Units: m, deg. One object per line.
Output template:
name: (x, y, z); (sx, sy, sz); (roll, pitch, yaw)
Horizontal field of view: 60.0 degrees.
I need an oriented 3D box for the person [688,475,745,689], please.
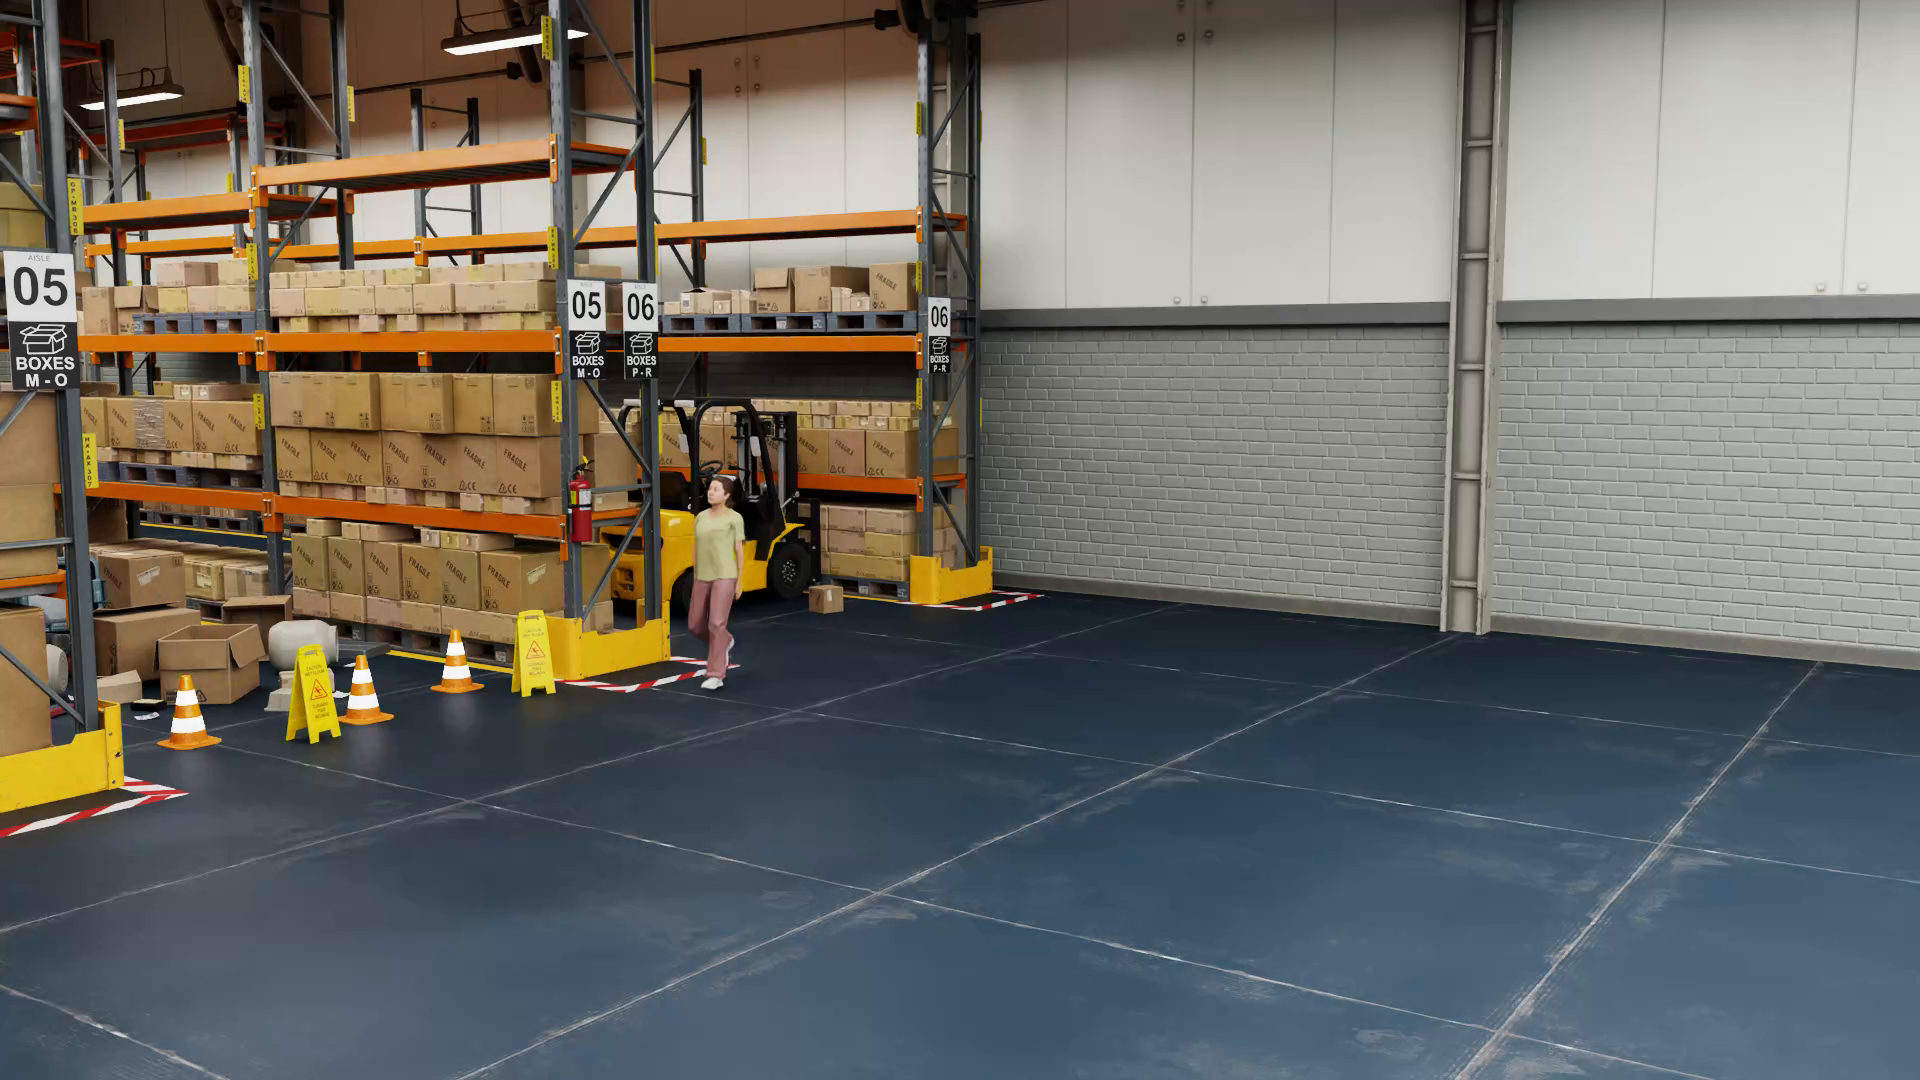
person: (-1.901, 0.311, 13.087); (0.447, 1.652, 0.701); (2, 7, 20)
